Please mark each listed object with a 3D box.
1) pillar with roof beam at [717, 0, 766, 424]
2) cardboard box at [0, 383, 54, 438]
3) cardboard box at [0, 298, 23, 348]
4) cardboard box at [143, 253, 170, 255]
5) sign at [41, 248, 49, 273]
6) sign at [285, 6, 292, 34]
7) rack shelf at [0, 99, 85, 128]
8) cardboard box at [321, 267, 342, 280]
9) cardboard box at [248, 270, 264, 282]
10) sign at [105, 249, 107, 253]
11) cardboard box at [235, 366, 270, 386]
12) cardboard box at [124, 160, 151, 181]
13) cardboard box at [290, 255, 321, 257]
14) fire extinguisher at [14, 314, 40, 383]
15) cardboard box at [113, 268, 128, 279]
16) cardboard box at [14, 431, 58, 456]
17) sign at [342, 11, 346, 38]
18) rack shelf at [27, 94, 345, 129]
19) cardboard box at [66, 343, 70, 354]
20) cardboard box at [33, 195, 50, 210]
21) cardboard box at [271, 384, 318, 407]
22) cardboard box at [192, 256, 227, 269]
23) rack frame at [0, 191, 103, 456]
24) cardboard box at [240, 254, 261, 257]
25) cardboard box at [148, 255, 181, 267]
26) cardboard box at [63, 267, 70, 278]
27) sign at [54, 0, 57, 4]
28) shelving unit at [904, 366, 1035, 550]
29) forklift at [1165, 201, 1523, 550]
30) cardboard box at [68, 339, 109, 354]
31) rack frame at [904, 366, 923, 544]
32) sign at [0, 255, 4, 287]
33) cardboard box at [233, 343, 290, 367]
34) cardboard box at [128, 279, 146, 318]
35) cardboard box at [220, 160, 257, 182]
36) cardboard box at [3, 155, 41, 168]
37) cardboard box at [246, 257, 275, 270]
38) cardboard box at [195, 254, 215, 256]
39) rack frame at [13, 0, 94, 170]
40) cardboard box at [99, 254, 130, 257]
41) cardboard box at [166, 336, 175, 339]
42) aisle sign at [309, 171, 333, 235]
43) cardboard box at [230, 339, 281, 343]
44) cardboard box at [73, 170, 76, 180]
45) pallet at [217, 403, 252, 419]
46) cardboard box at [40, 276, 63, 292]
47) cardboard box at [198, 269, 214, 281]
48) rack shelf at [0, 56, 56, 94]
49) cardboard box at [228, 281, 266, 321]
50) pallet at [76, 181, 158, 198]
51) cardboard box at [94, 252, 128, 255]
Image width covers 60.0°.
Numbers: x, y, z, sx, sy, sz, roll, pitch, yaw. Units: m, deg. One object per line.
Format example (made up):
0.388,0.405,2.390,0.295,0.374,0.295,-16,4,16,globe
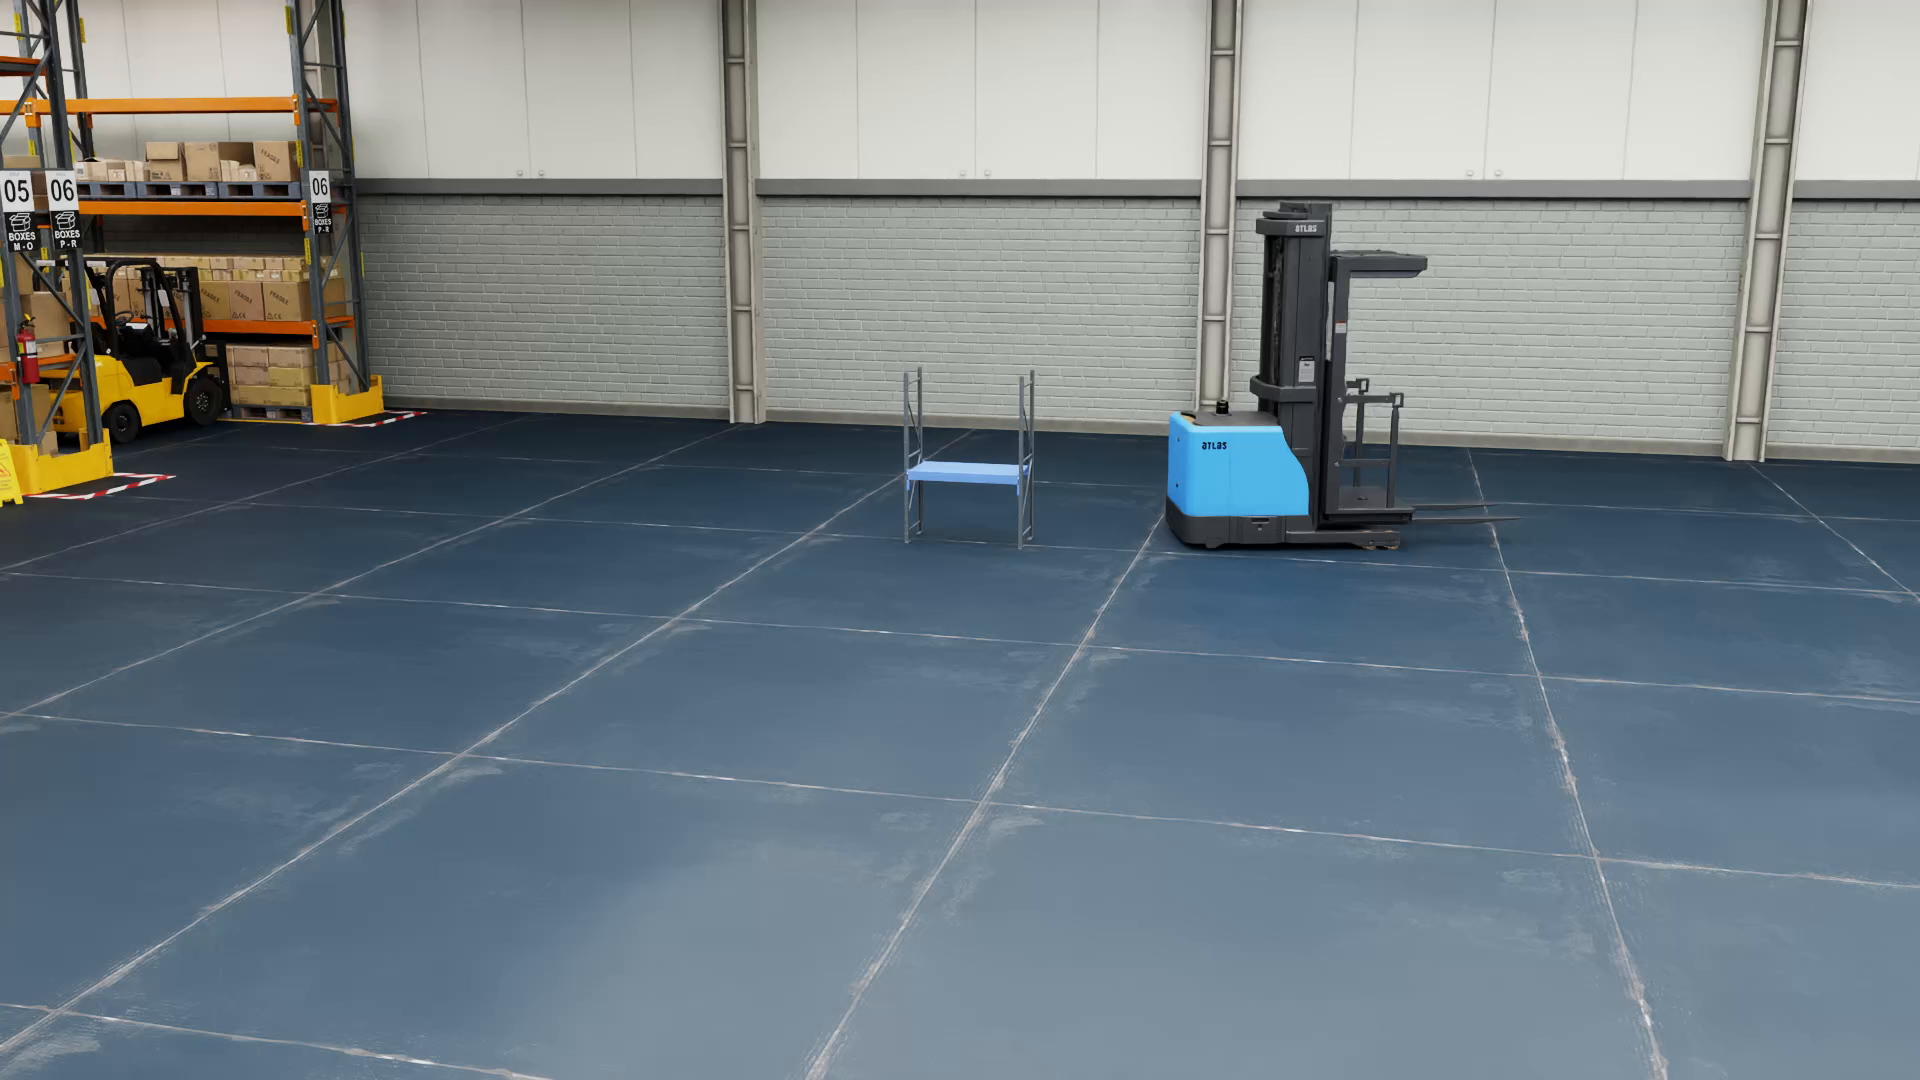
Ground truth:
-3.793,-5.031,16.633,0.400,9.000,9.100,3,13,14,pillar with roof beam
-10.053,-1.379,17.671,0.500,0.500,0.500,3,13,12,cardboard box
-9.906,-2.213,16.867,0.500,0.500,0.500,3,13,13,cardboard box
-10.877,-3.826,22.637,0.250,0.149,0.380,3,13,12,cardboard box
-12.131,-3.713,22.052,0.005,0.325,0.100,3,13,14,sign
-8.271,-6.403,20.479,0.005,0.325,0.100,3,13,14,sign
-13.952,-5.787,22.625,4.000,0.370,1.077,3,13,14,rack shelf
-8.394,-3.531,21.994,0.250,0.149,0.380,3,13,12,cardboard box
-9.023,-3.451,21.635,0.250,0.149,0.380,3,13,15,cardboard box
-11.879,-3.879,23.109,0.005,0.325,0.100,3,13,14,sign
-9.159,-2.188,21.893,0.500,0.250,0.500,3,13,13,cardboard box
-10.642,-4.812,21.684,0.258,0.266,0.396,3,13,12,cardboard box
-8.645,-3.693,22.039,0.250,0.149,0.380,4,13,15,cardboard box
-9.312,-1.908,16.589,0.183,0.674,0.296,3,13,14,fire extinguisher
-11.031,-3.545,22.059,0.250,0.149,0.380,3,13,15,cardboard box
-10.030,-1.012,17.747,0.500,0.250,0.500,3,13,13,cardboard box
-7.988,-6.672,21.506,0.005,0.325,0.100,3,13,14,sign
-10.069,-5.579,21.689,4.000,0.370,1.077,3,13,14,rack shelf
-12.520,-2.371,23.009,0.625,0.625,0.875,4,13,16,cardboard box
-9.557,-3.476,17.132,0.250,0.149,0.380,3,13,14,cardboard box
-8.659,-1.914,21.813,0.500,0.250,0.500,3,13,14,cardboard box
-9.789,-3.623,21.724,0.250,0.149,0.380,3,13,15,cardboard box
-9.313,-2.049,17.044,0.127,3.000,1.000,3,13,14,rack frame
-9.406,-3.722,22.169,0.250,0.149,0.380,3,13,15,cardboard box
-10.503,-3.682,21.990,0.250,0.149,0.380,3,13,13,cardboard box
-11.764,-3.594,22.280,0.250,0.149,0.380,3,13,13,cardboard box
-9.183,-5.587,16.799,0.005,0.325,0.100,3,13,14,sign
0.083,-0.728,14.551,1.048,1.500,0.538,3,13,14,shelving unit
3.411,-1.460,14.547,3.031,2.935,1.130,-1,13,-3,forklift
-11.616,-2.560,22.419,0.500,0.250,0.500,3,13,13,cardboard box
-0.411,-0.754,14.670,0.032,1.500,0.500,3,13,14,rack frame
-9.465,-2.653,16.363,0.005,0.325,0.100,3,13,14,sign
-9.146,-2.427,21.820,0.500,0.250,0.500,3,13,15,cardboard box
-10.641,-3.222,22.100,0.500,0.500,0.500,3,13,13,cardboard box
-9.251,-4.738,21.348,0.258,0.266,0.396,3,13,14,cardboard box
-9.609,-3.841,16.937,0.250,0.149,0.380,3,13,13,cardboard box
-9.033,-3.592,21.584,0.250,0.149,0.380,3,13,15,cardboard box
-10.154,-3.765,22.365,0.250,0.149,0.380,3,13,15,cardboard box
-12.011,-6.229,22.036,0.127,3.000,1.000,3,13,14,rack frame
-11.247,-3.727,22.190,0.250,0.149,0.380,3,13,12,cardboard box
-10.991,-2.643,22.793,0.500,0.250,0.500,3,13,13,cardboard box
-8.134,-4.297,21.174,0.004,0.787,0.394,3,13,14,aisle sign
-9.517,-2.562,22.426,0.500,0.250,0.500,3,13,13,cardboard box
-11.648,-4.809,21.939,0.250,0.149,0.380,3,13,15,cardboard box
-10.060,-1.826,22.478,1.213,0.211,1.003,3,13,14,pallet
-12.549,-3.443,22.520,0.500,0.250,0.500,3,13,12,cardboard box
-9.782,-3.479,21.761,0.250,0.149,0.380,3,13,14,cardboard box
-11.255,-4.729,16.940,4.000,0.370,1.077,3,13,14,rack shelf
-9.169,-3.141,21.735,0.500,0.500,0.500,3,13,15,cardboard box
-11.176,-4.683,22.195,1.213,0.211,1.003,3,13,14,pallet
-11.628,-3.858,22.784,0.250,0.149,0.380,3,13,14,cardboard box
